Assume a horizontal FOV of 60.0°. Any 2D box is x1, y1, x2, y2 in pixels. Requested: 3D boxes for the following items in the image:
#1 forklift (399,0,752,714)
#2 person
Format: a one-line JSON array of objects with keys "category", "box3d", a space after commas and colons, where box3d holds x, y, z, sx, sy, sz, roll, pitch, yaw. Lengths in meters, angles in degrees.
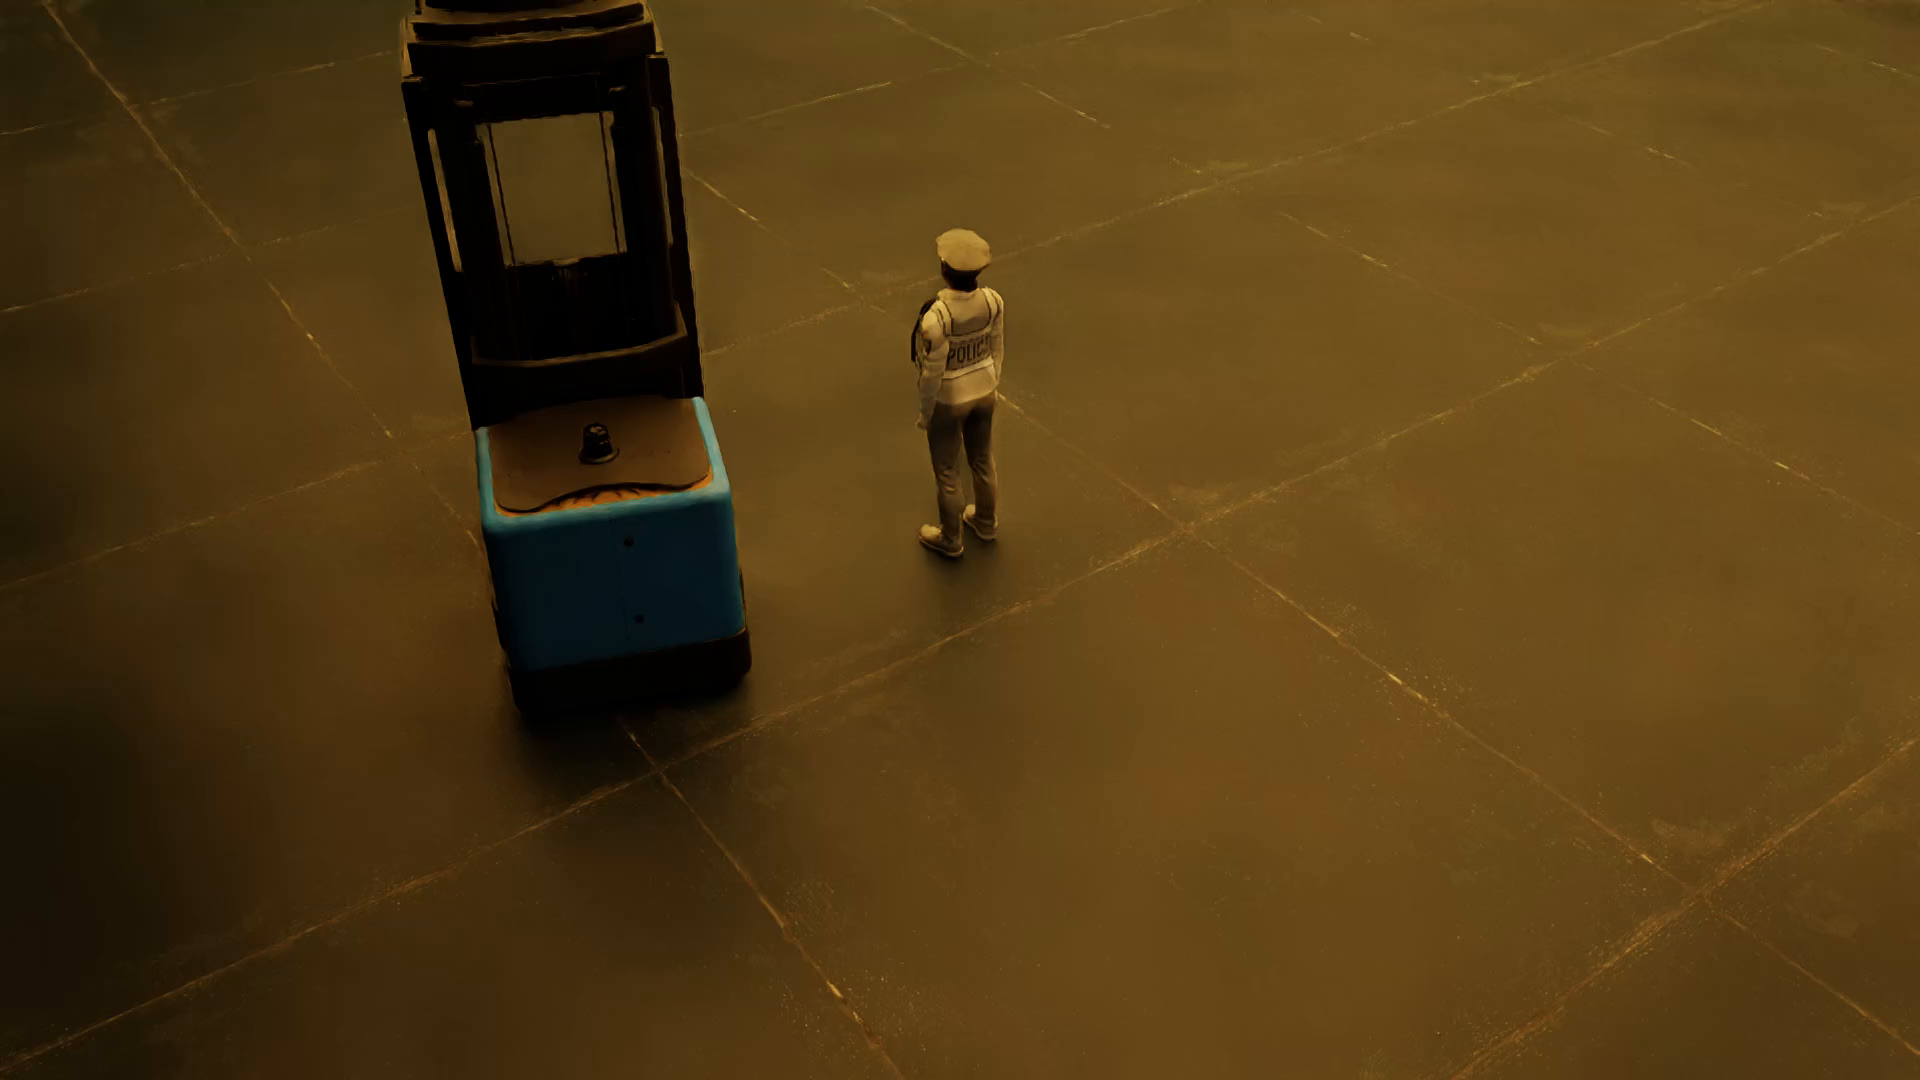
[{"category": "forklift", "box3d": [-1.829, -1.297, 7.699, 1.130, 2.935, 3.031, -9, 37, -12]}, {"category": "person", "box3d": [-0.010, -0.685, 7.918, 0.463, 1.692, 0.337, -23, 42, -28]}]
